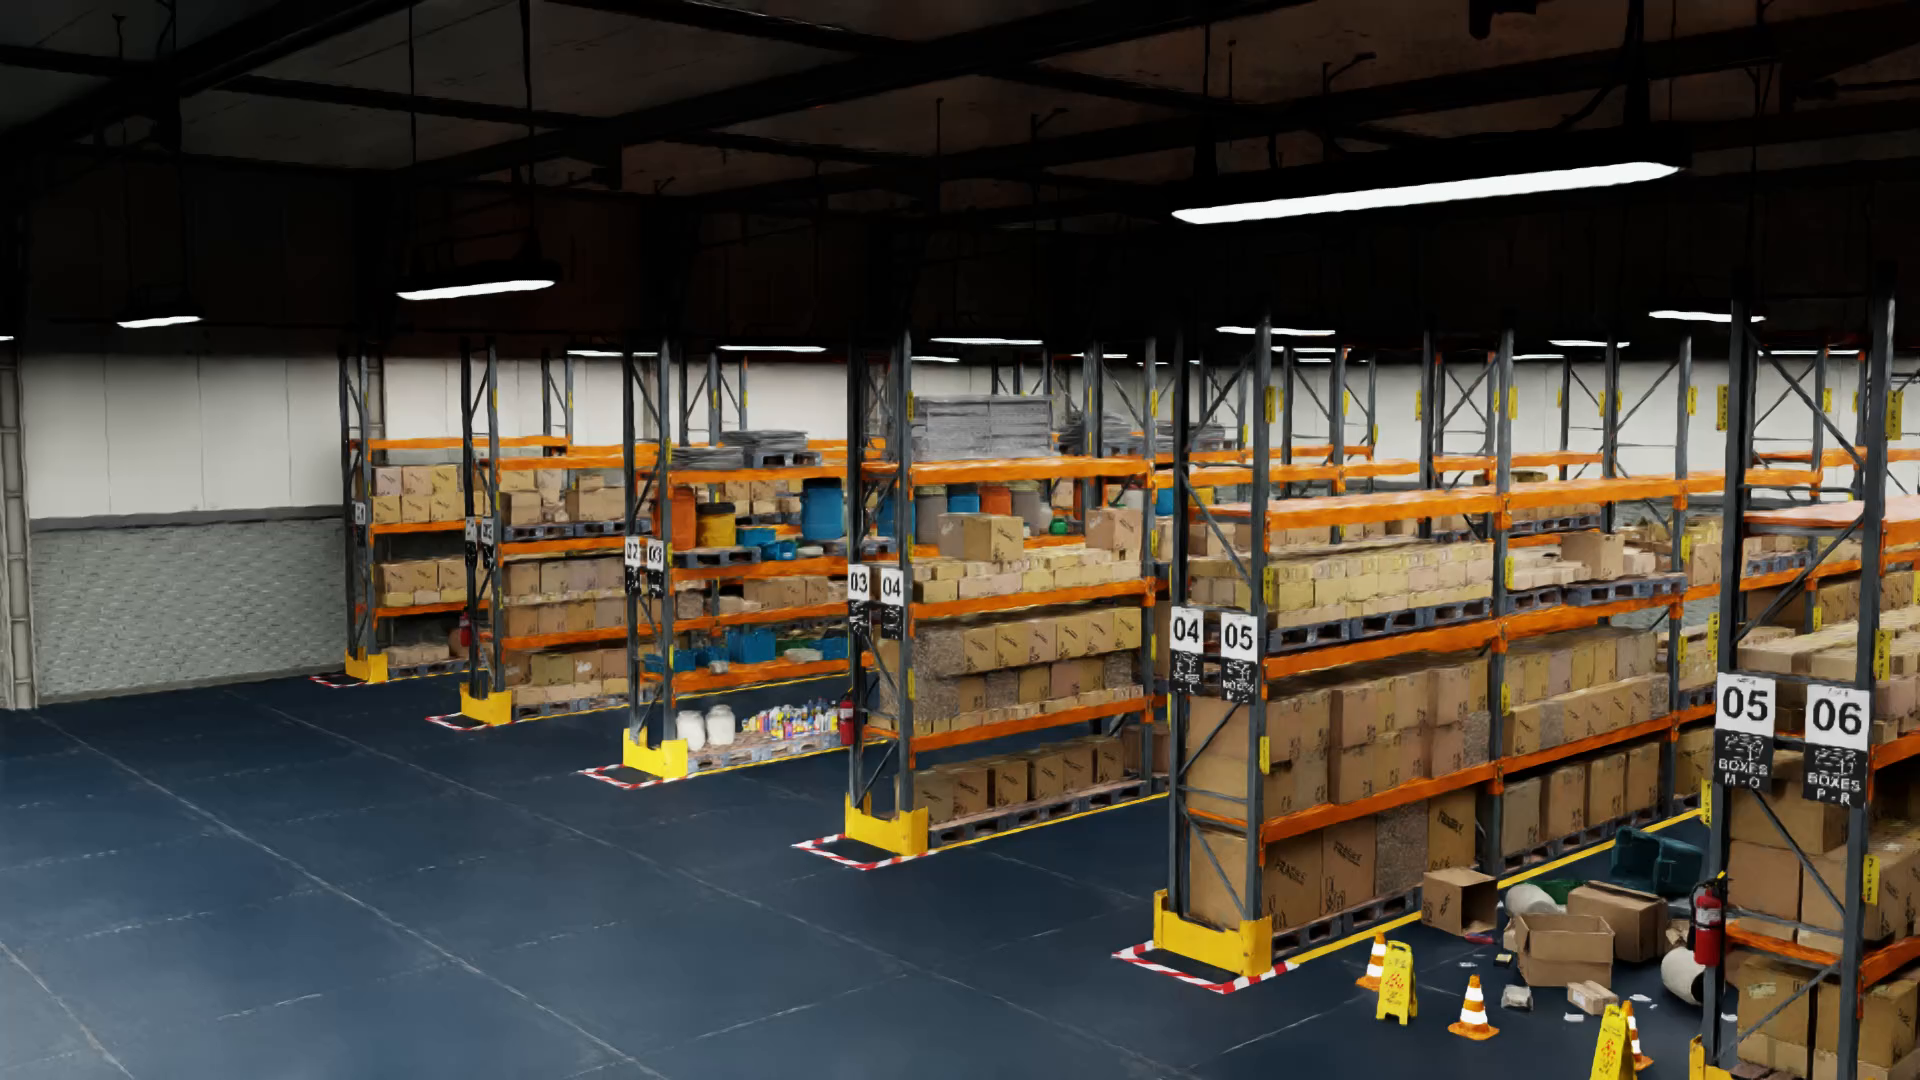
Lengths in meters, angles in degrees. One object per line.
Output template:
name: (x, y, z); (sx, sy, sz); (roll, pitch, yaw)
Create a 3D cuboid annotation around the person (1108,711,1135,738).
person: (2.442, 2.087, 24.592); (0.470, 1.754, 0.589); (2, 5, 18)
